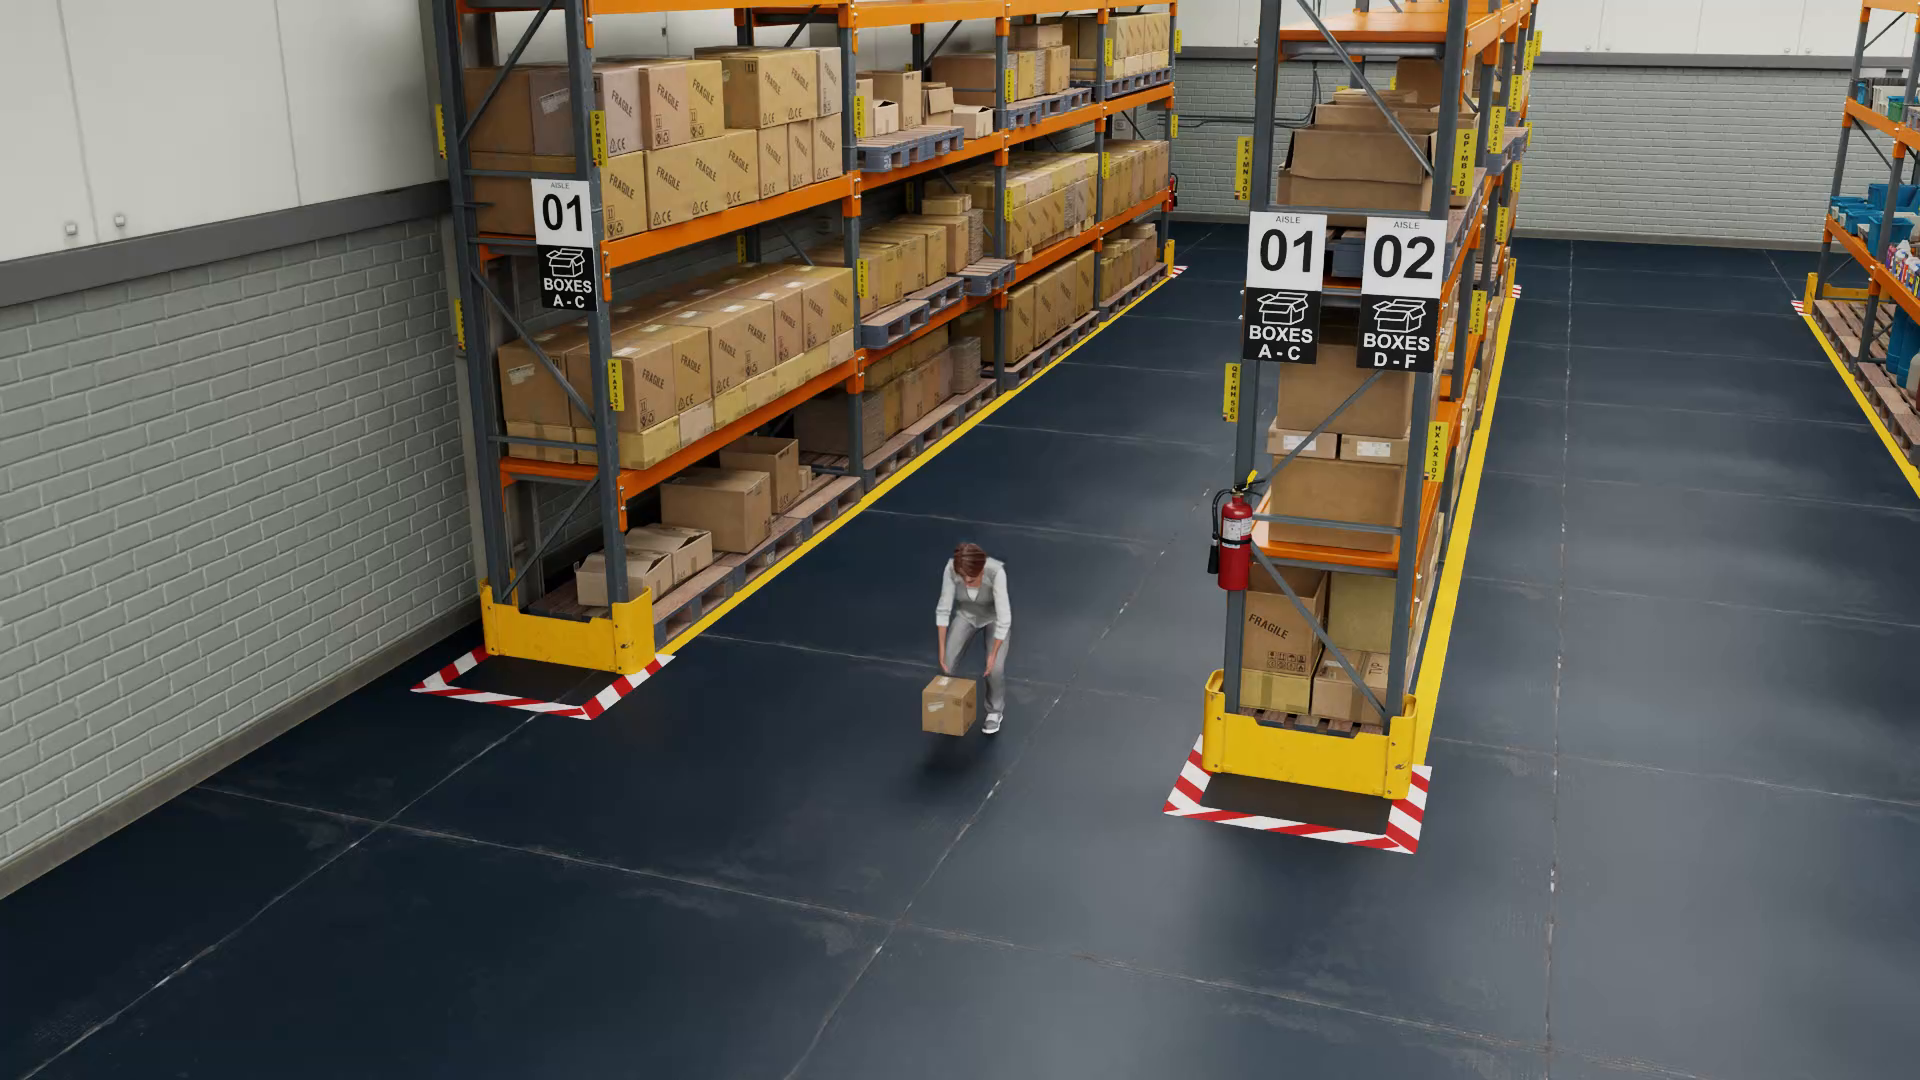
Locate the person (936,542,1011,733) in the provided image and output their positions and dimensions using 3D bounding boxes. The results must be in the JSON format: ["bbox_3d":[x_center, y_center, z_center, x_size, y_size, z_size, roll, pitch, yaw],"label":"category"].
[{"bbox_3d":[0.117,0.558,9.988,0.463,1.257,0.671,7,20,18],"label":"person"}]
